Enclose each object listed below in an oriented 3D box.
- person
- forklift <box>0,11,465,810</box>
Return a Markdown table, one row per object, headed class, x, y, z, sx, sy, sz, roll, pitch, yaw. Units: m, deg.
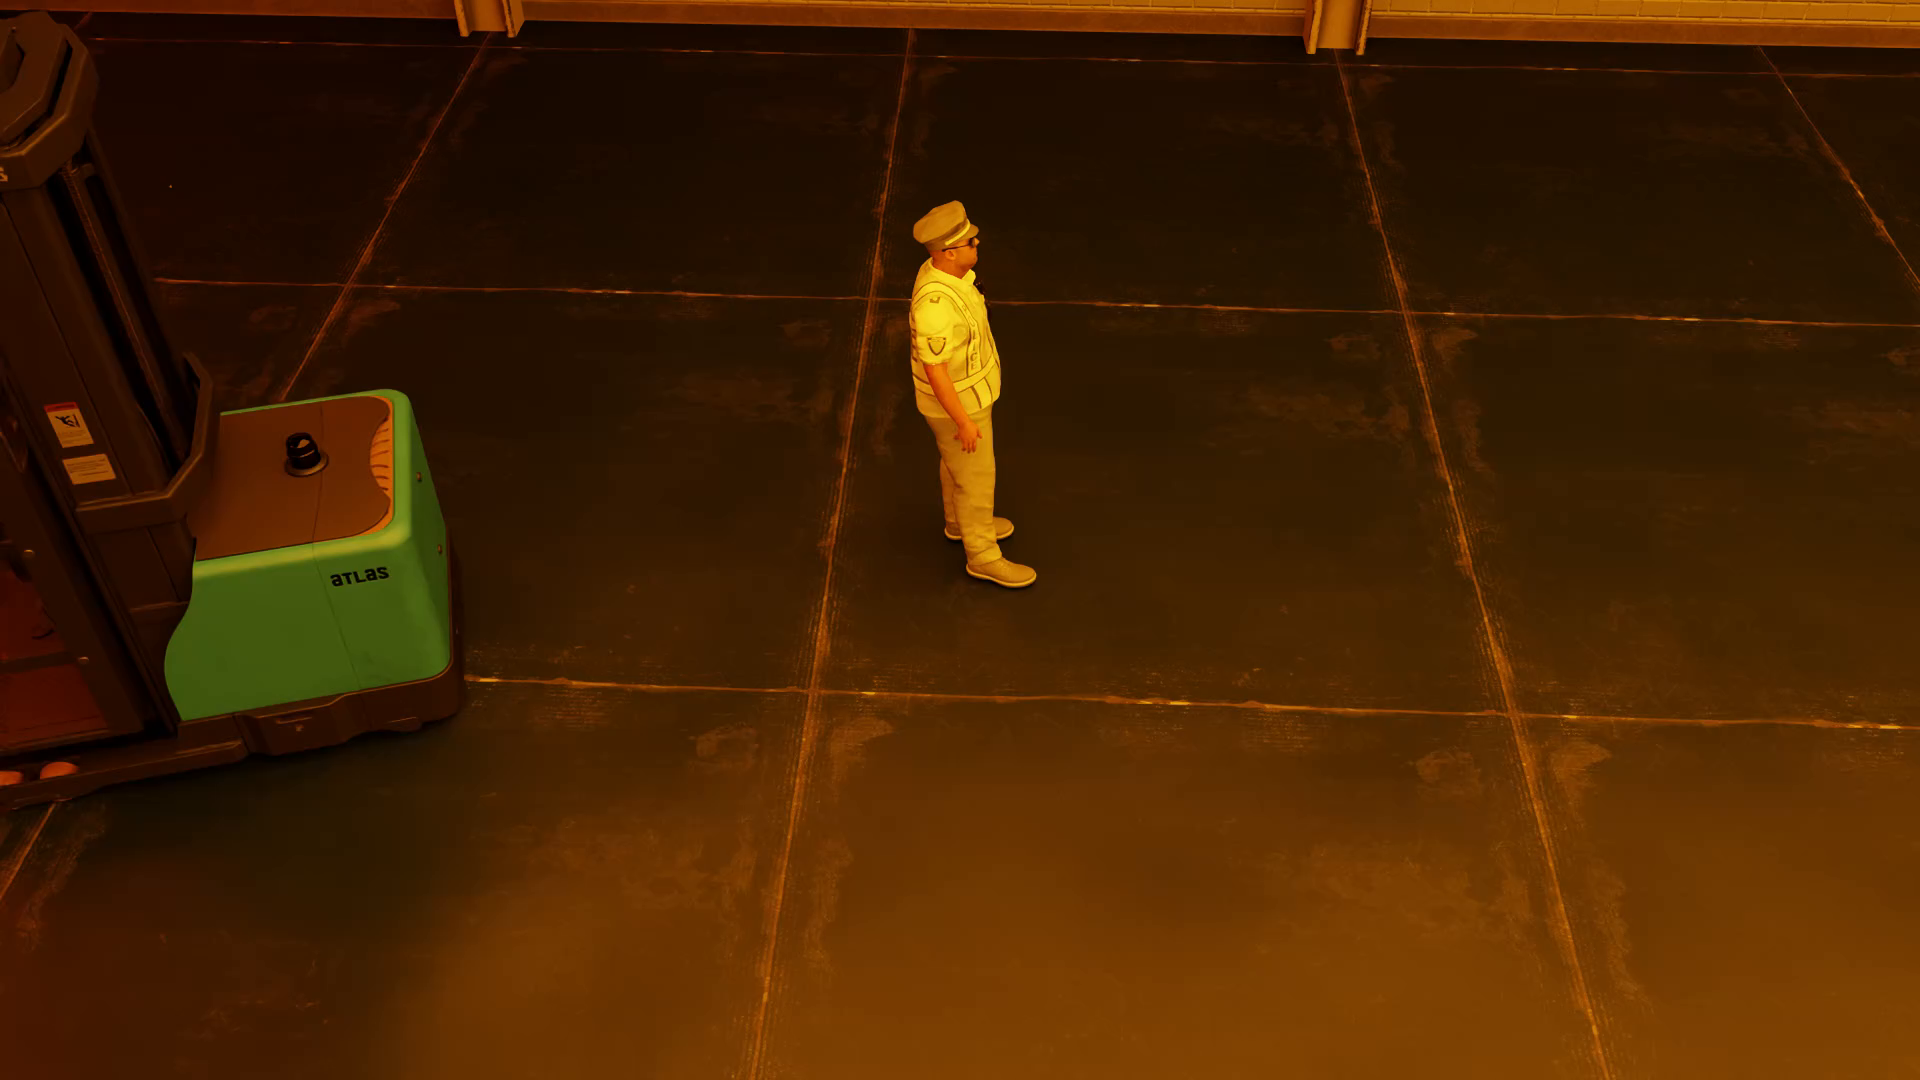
| class | x | y | z | sx | sy | sz | roll | pitch | yaw |
| --- | --- | --- | --- | --- | --- | --- | --- | --- | --- |
| person | 0.078 | -0.654 | 7.299 | 0.574 | 1.780 | 0.641 | 2 | 42 | 2 |
| forklift | -3.679 | -0.386 | 6.165 | 3.031 | 2.935 | 1.130 | -10 | 43 | -10 |
